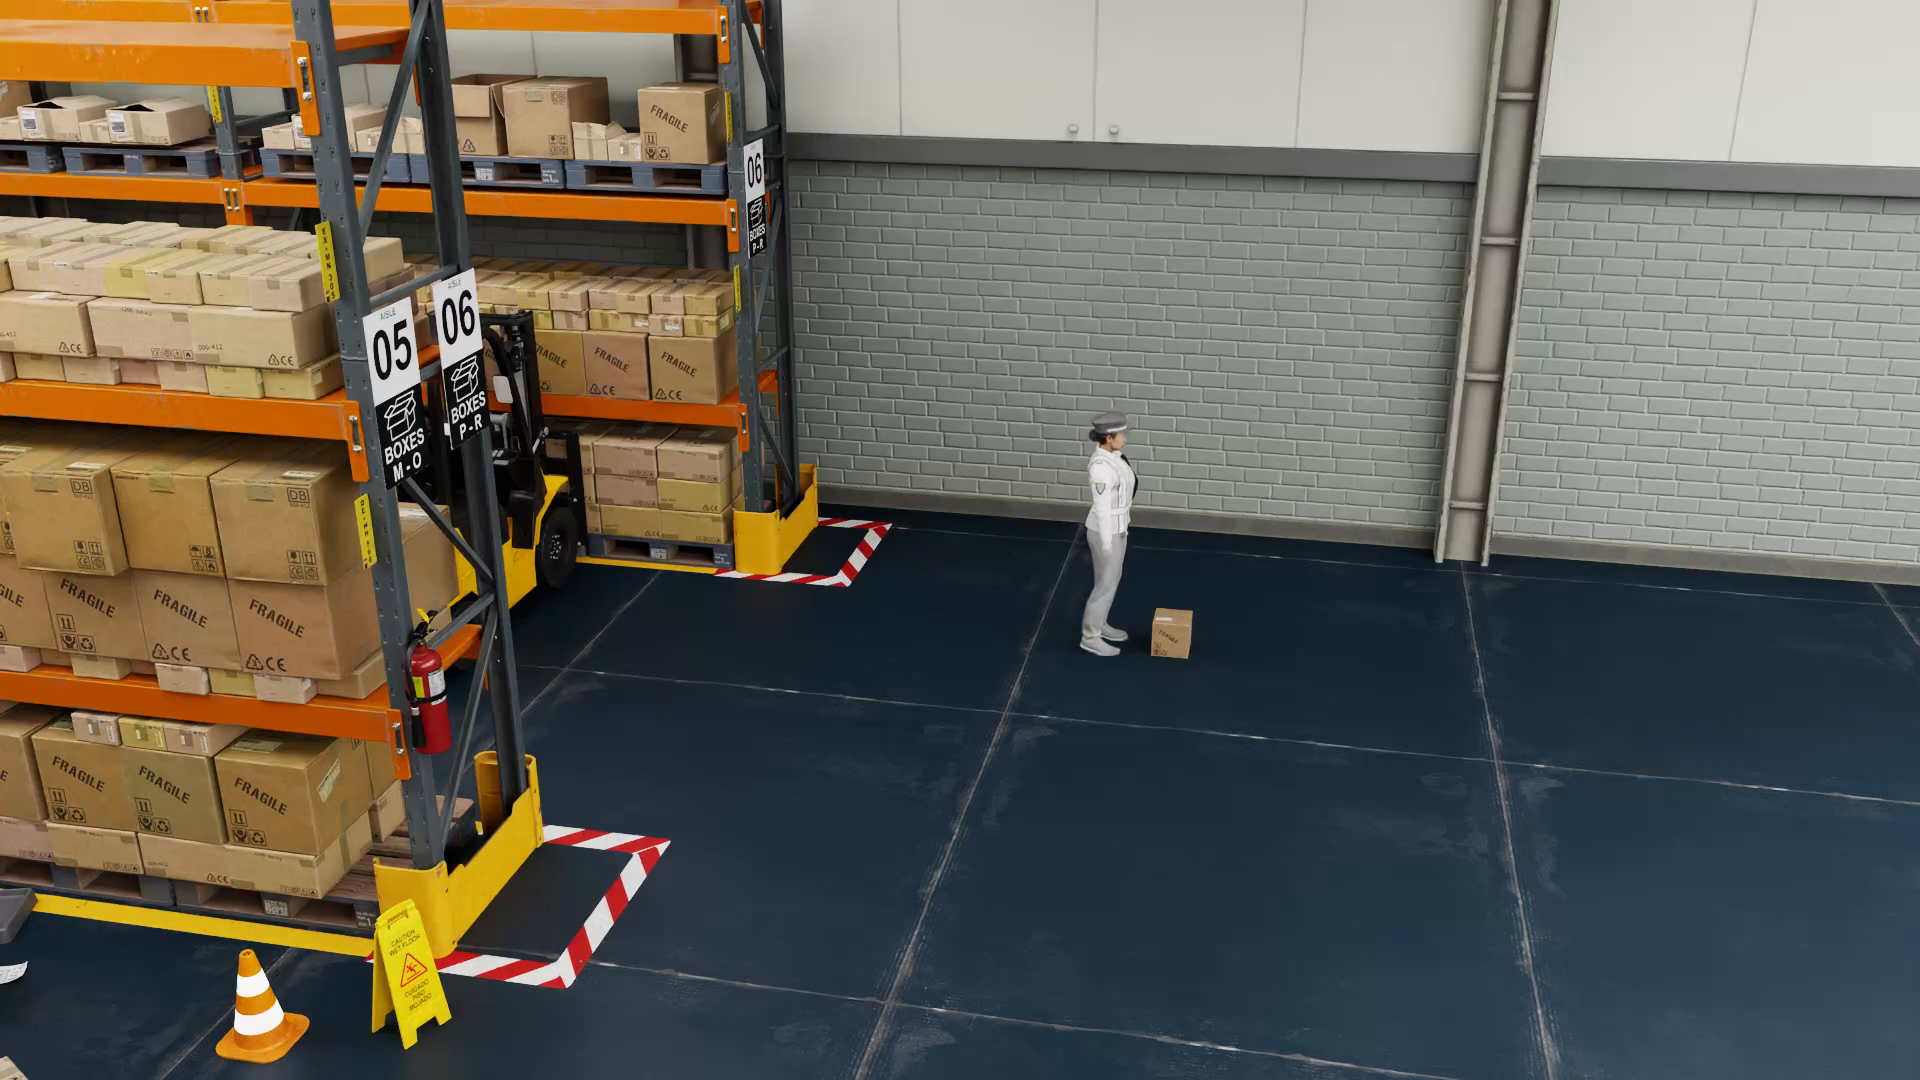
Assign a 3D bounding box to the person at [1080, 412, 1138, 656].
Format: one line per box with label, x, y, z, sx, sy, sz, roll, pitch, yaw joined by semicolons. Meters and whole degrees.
person;1.013;-0.051;11.237;0.328;1.682;0.468;5;22;12
